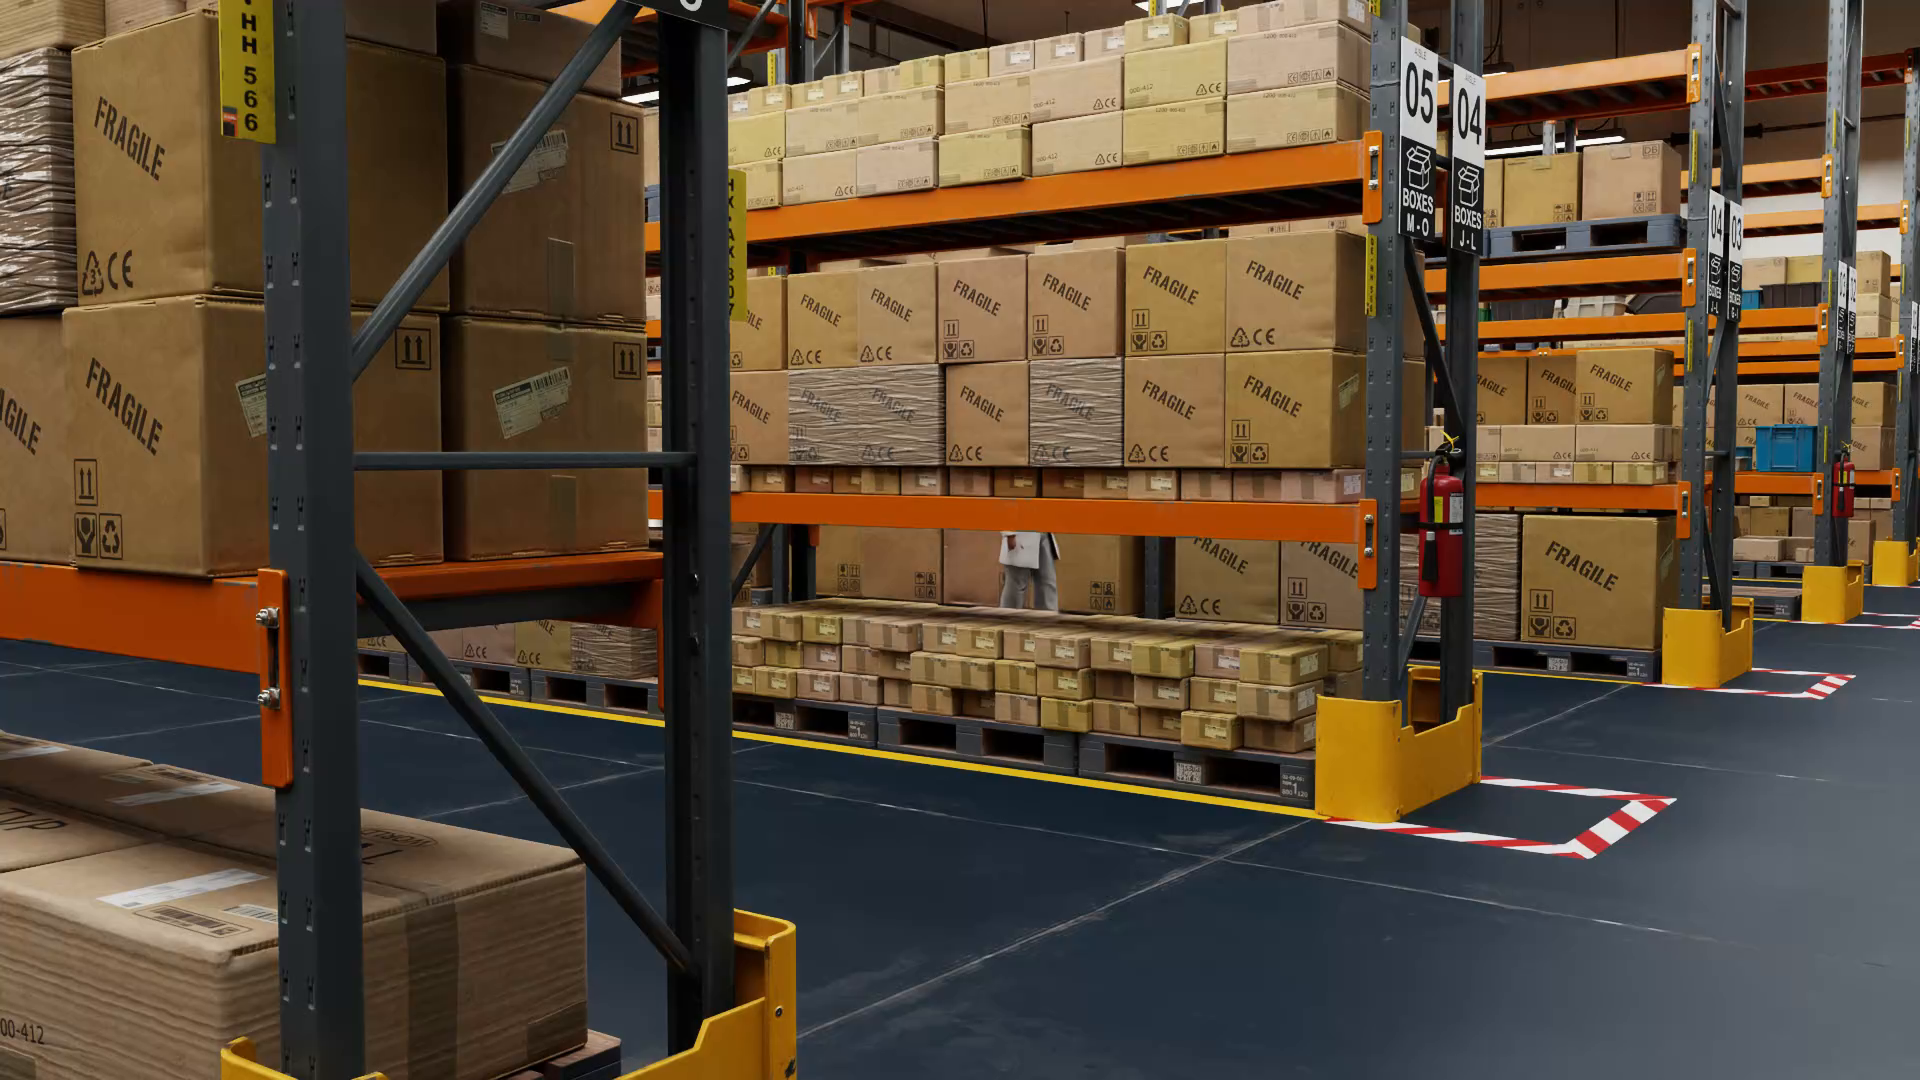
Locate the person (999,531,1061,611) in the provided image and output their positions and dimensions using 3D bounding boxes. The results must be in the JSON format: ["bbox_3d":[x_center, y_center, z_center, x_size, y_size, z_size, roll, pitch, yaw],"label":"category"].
[{"bbox_3d":[0.576,-0.031,12.483,0.576,1.781,0.596,2,4,31],"label":"person"}]
